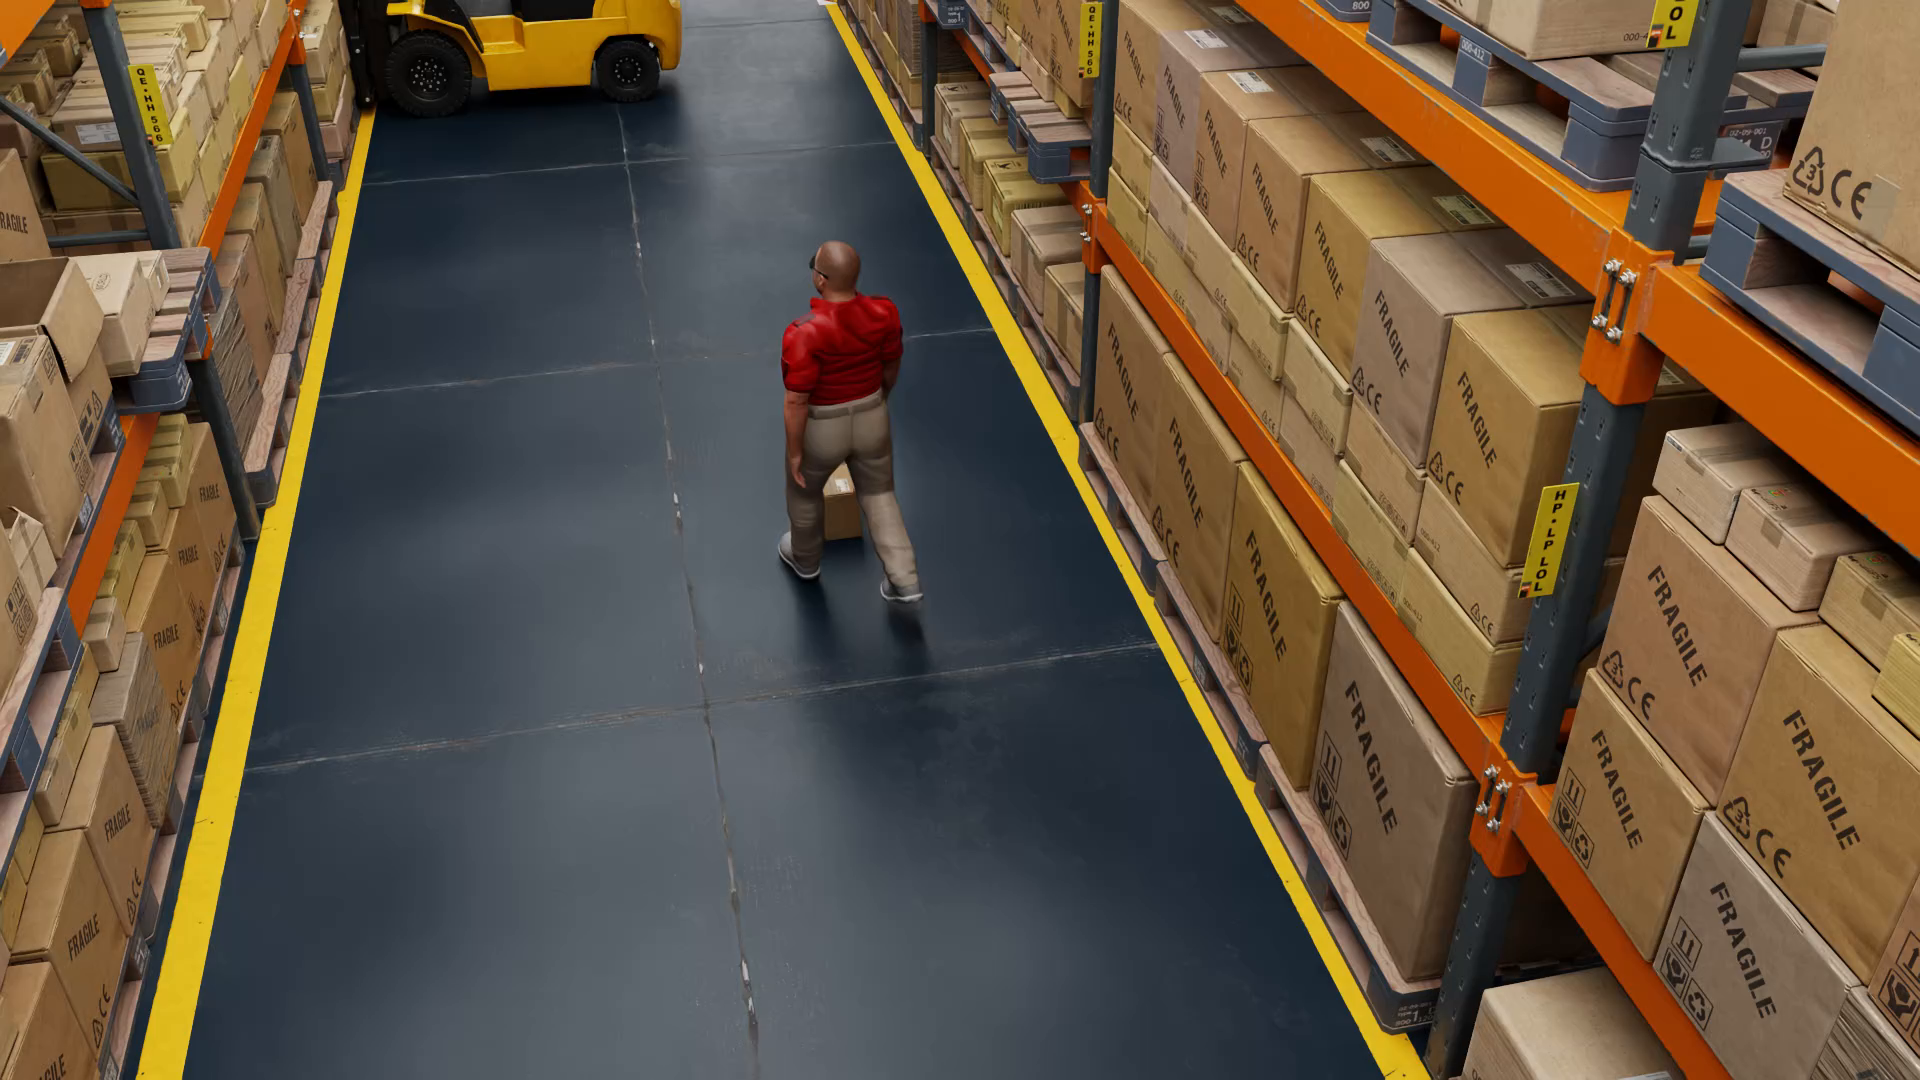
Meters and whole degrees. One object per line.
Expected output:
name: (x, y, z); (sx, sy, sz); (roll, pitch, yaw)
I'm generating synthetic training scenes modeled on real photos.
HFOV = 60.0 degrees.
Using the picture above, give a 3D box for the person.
person: (-0.508, -0.486, 6.871); (0.549, 1.689, 0.894); (-15, 37, -20)
